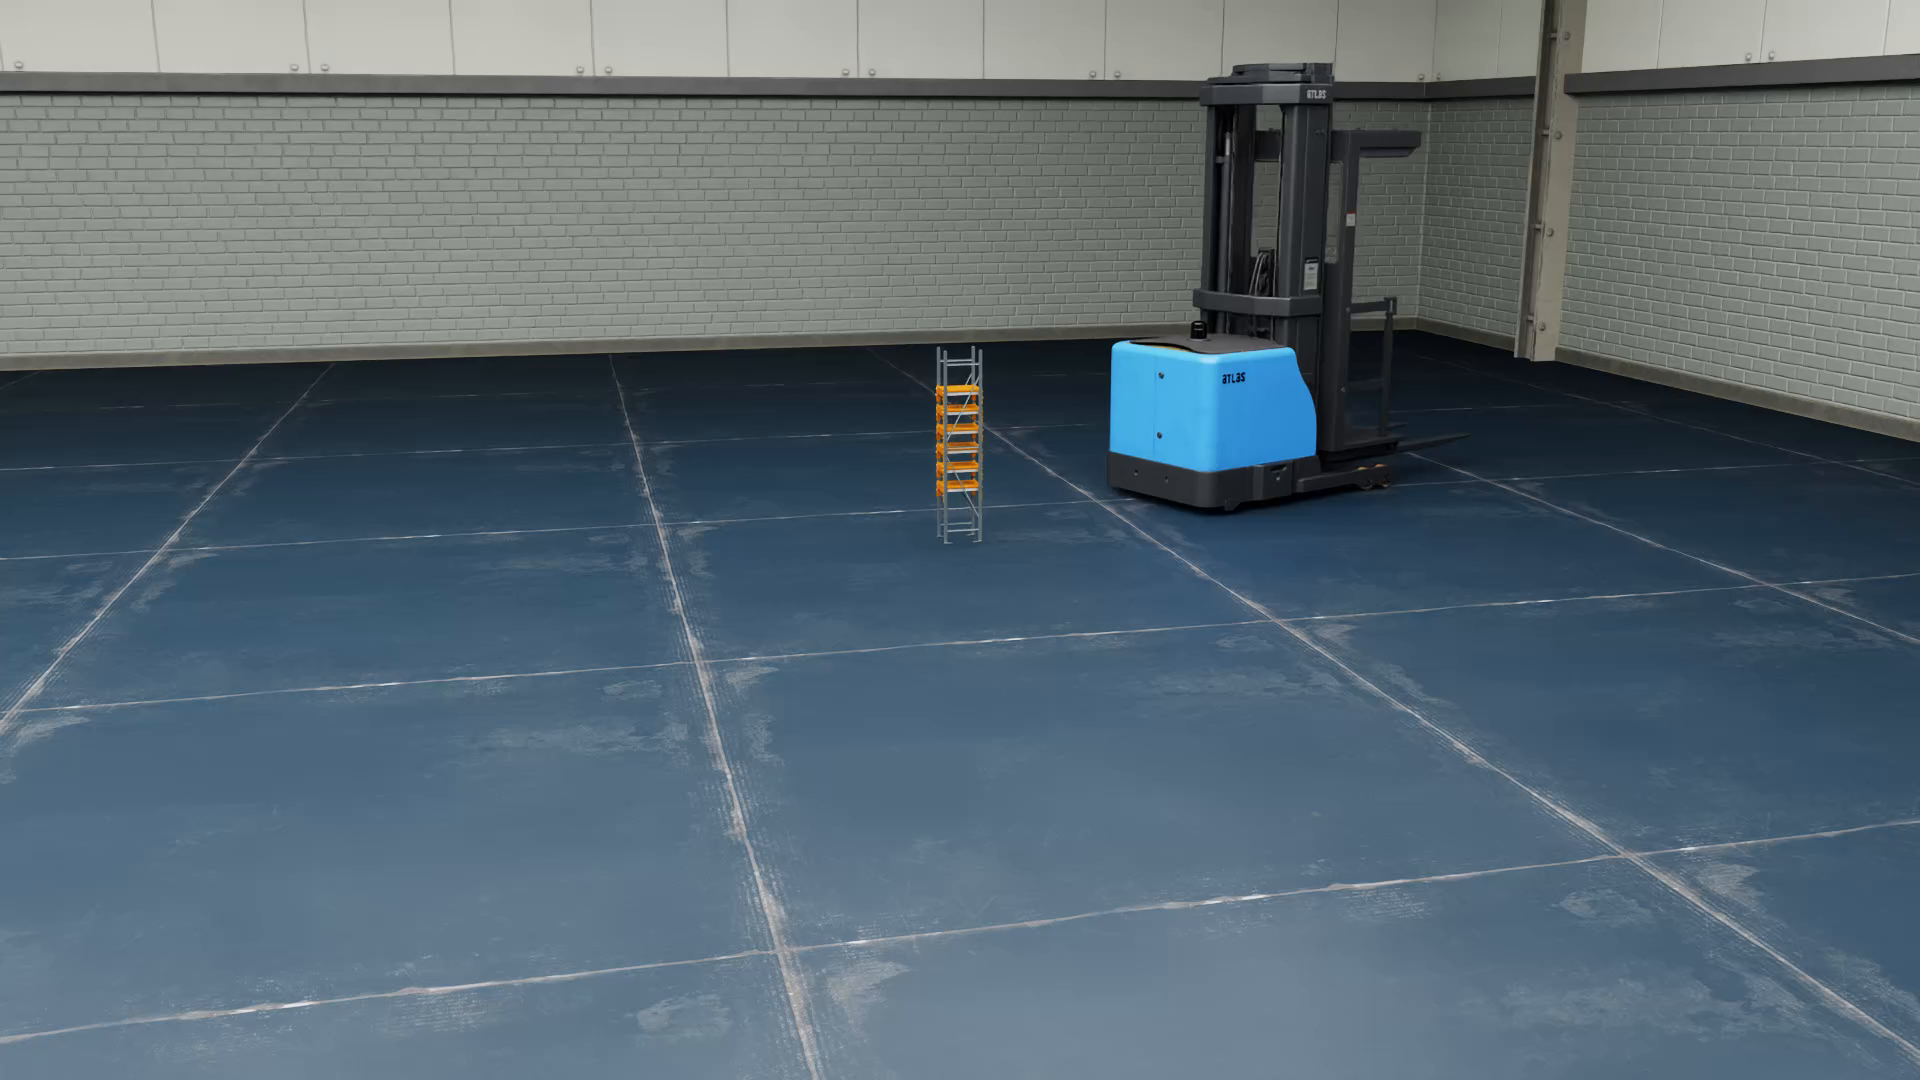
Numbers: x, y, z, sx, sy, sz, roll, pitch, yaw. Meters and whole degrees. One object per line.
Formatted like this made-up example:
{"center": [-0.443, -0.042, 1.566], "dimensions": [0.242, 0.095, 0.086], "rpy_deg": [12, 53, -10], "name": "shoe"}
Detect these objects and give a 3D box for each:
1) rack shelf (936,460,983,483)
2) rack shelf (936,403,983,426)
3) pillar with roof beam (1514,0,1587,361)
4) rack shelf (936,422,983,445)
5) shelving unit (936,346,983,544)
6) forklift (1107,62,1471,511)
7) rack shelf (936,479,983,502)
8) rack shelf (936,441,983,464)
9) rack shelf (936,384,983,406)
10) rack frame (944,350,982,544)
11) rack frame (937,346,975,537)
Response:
{"center": [-0.003, -0.426, 10.337], "dimensions": [0.258, 0.103, 0.180], "rpy_deg": [-3, 14, -13], "name": "rack shelf"}
{"center": [-0.003, -0.776, 10.252], "dimensions": [0.258, 0.103, 0.180], "rpy_deg": [-3, 14, -13], "name": "rack shelf"}
{"center": [2.332, -6.186, 16.787], "dimensions": [9.100, 9.000, 0.400], "rpy_deg": [-3, 14, -13], "name": "pillar with roof beam"}
{"center": [-0.003, -0.660, 10.280], "dimensions": [0.258, 0.103, 0.180], "rpy_deg": [-3, 14, -13], "name": "rack shelf"}
{"center": [-0.003, -0.586, 10.298], "dimensions": [0.258, 1.200, 0.189], "rpy_deg": [-3, 14, -13], "name": "shelving unit"}
{"center": [2.524, -1.870, 11.905], "dimensions": [3.031, 2.935, 1.130], "rpy_deg": [-10, 17, -35], "name": "forklift"}
{"center": [-0.003, -0.310, 10.366], "dimensions": [0.258, 0.103, 0.180], "rpy_deg": [-3, 14, -13], "name": "rack shelf"}
{"center": [-0.003, -0.543, 10.309], "dimensions": [0.258, 0.103, 0.180], "rpy_deg": [-3, 14, -13], "name": "rack shelf"}
{"center": [-0.003, -0.893, 10.223], "dimensions": [0.258, 0.103, 0.180], "rpy_deg": [-3, 14, -13], "name": "rack shelf"}
{"center": [0.018, -0.565, 10.212], "dimensions": [0.240, 1.200, 0.006], "rpy_deg": [-3, 14, -13], "name": "rack frame"}
{"center": [-0.025, -0.607, 10.385], "dimensions": [0.240, 1.200, 0.006], "rpy_deg": [-3, 14, -13], "name": "rack frame"}
